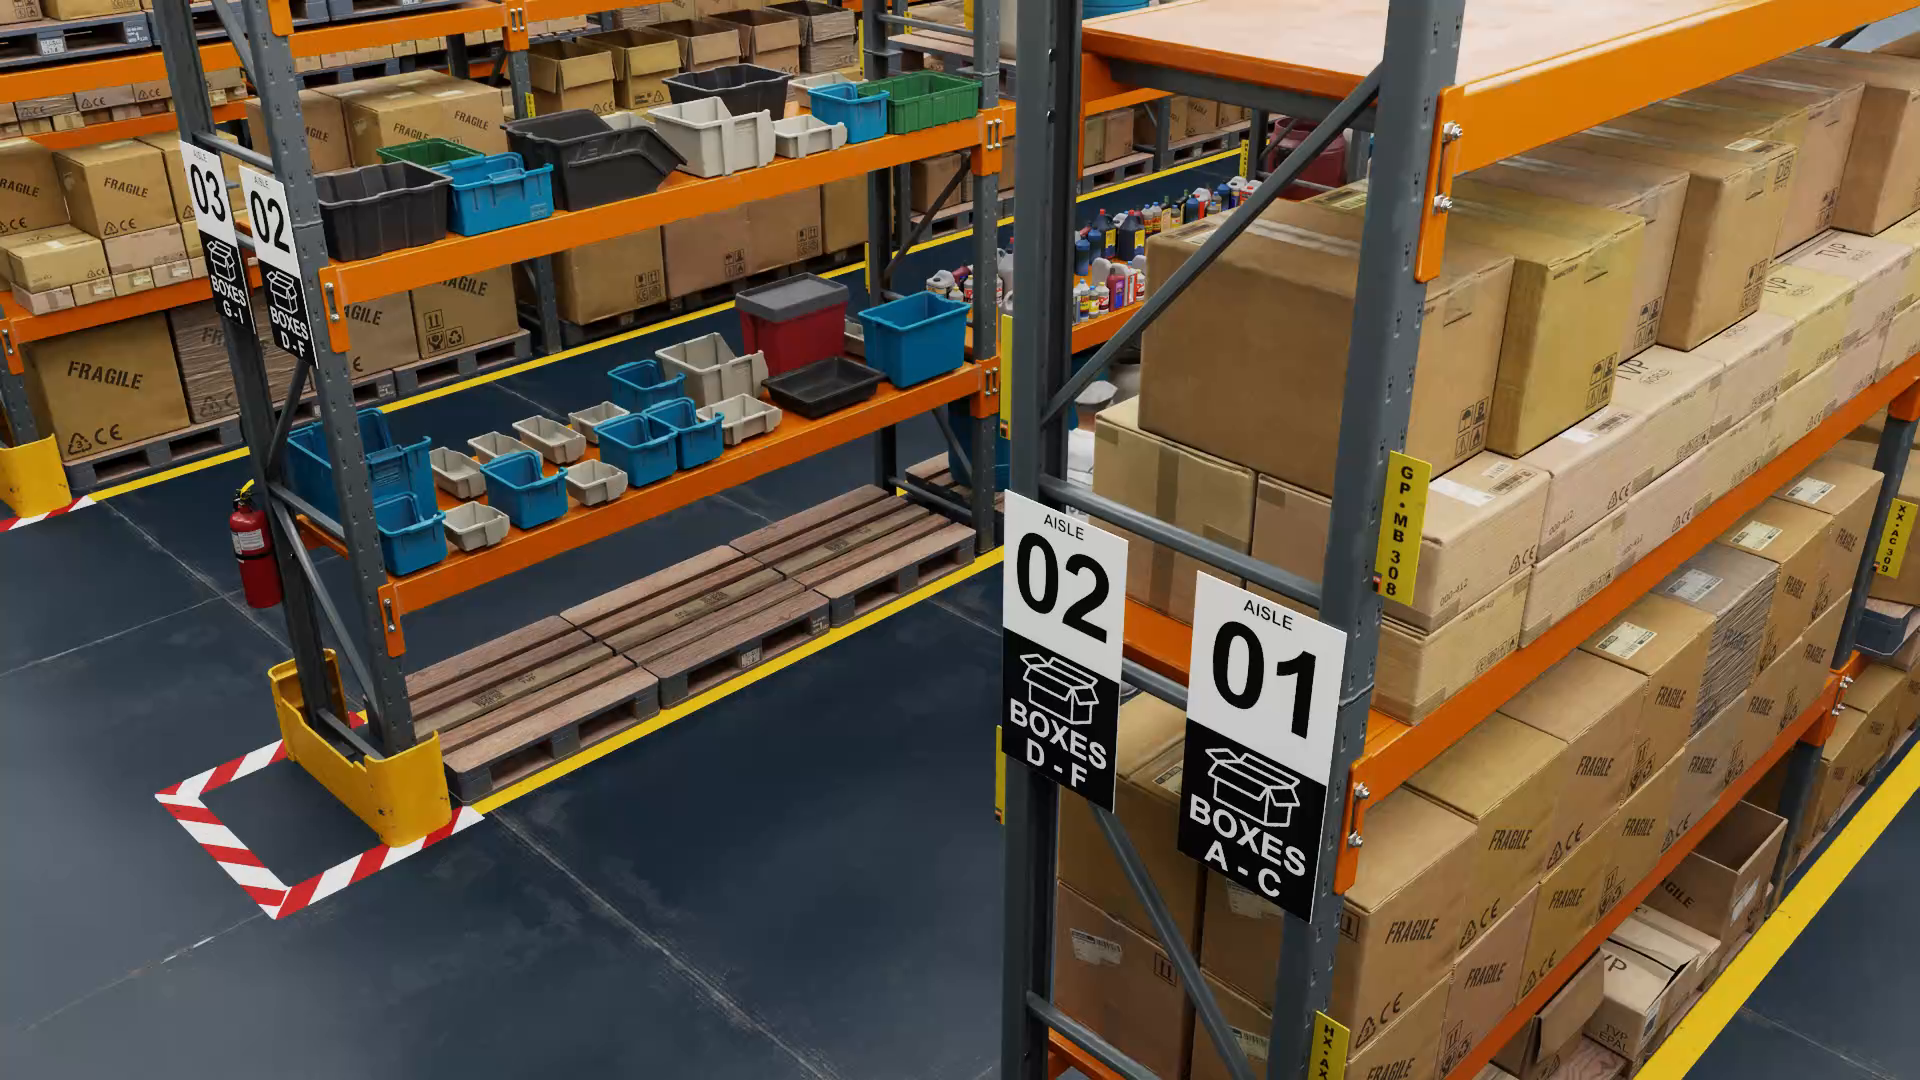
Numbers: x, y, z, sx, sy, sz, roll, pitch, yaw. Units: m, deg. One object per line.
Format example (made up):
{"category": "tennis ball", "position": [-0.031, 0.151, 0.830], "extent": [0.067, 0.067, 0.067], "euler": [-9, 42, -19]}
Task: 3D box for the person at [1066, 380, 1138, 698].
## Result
{"category": "person", "position": [0.657, 0.028, 8.854], "extent": [0.600, 1.747, 0.437], "euler": [22, 35, 36]}
